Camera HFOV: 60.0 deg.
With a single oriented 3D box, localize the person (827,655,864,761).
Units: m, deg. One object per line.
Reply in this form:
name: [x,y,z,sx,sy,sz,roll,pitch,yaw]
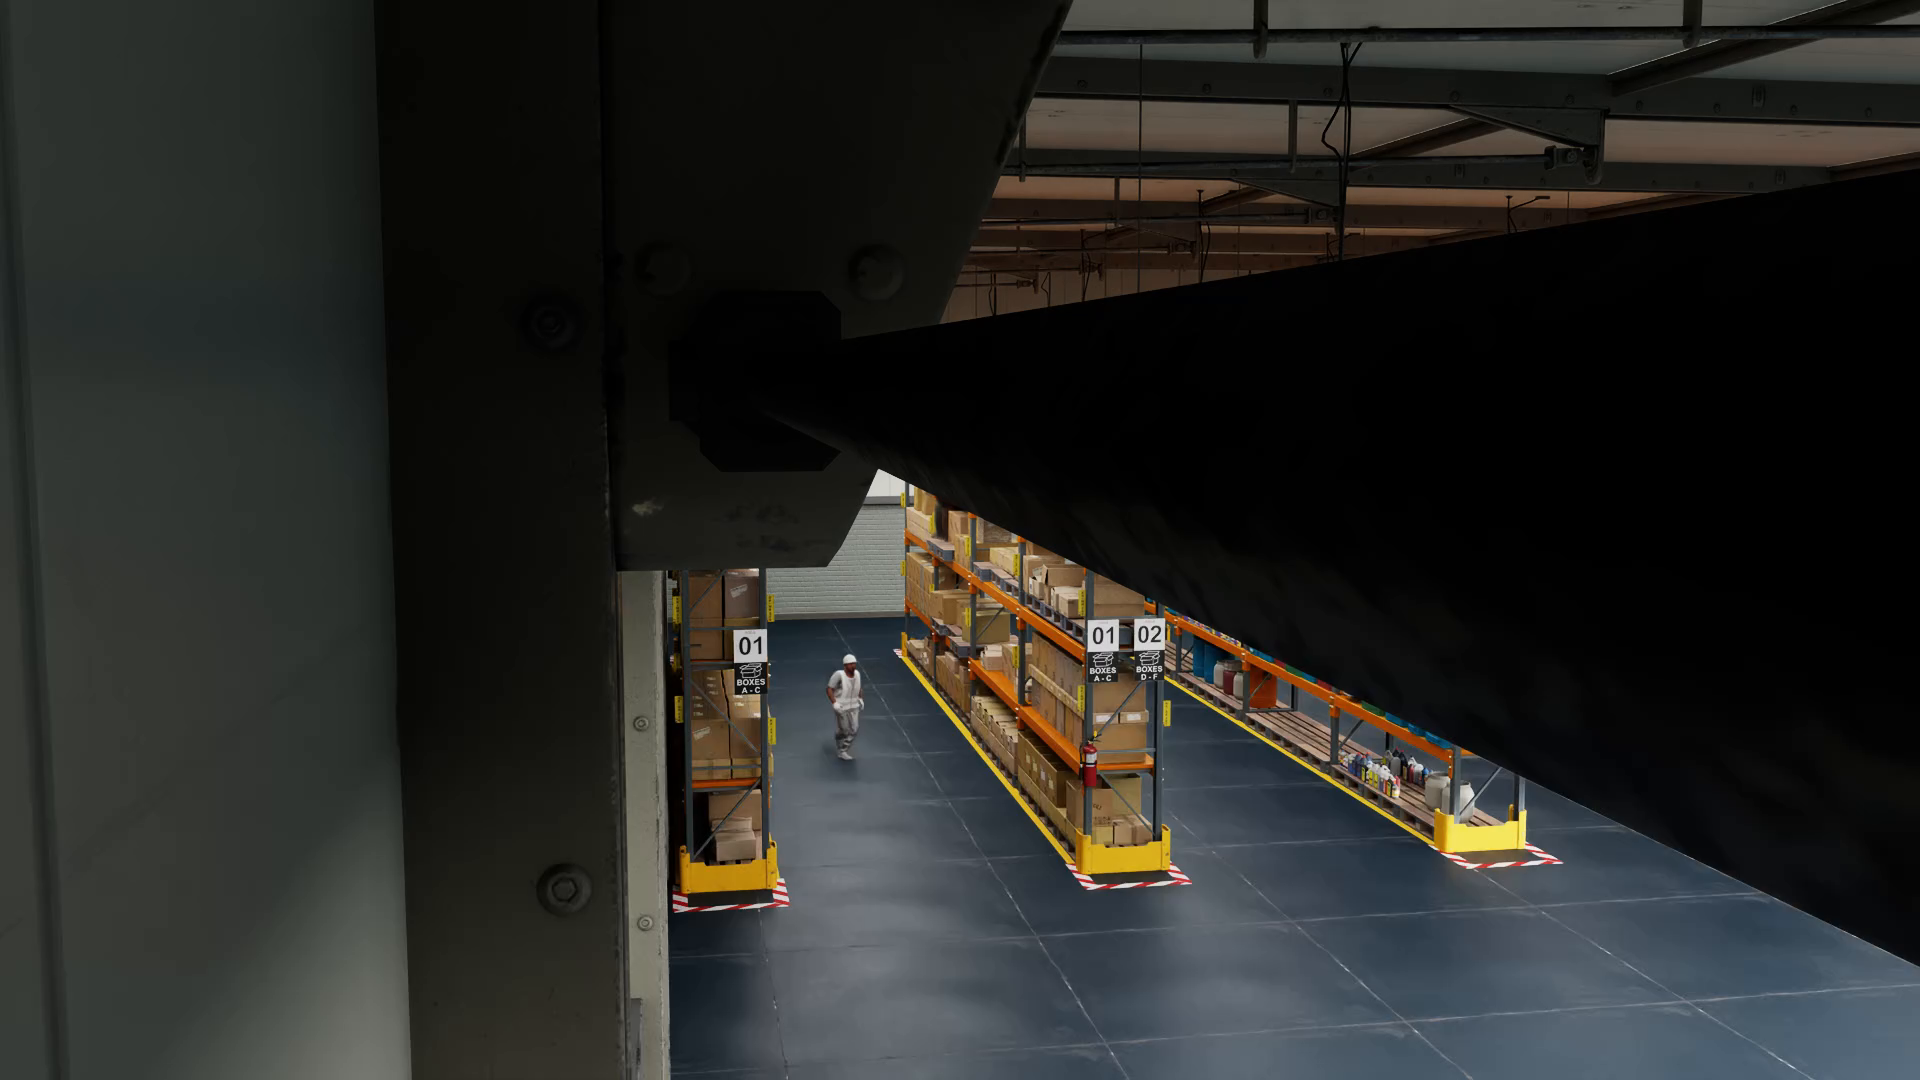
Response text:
person: [-1.872,2.691,26.921,0.679,1.722,0.585,-4,7,-32]
